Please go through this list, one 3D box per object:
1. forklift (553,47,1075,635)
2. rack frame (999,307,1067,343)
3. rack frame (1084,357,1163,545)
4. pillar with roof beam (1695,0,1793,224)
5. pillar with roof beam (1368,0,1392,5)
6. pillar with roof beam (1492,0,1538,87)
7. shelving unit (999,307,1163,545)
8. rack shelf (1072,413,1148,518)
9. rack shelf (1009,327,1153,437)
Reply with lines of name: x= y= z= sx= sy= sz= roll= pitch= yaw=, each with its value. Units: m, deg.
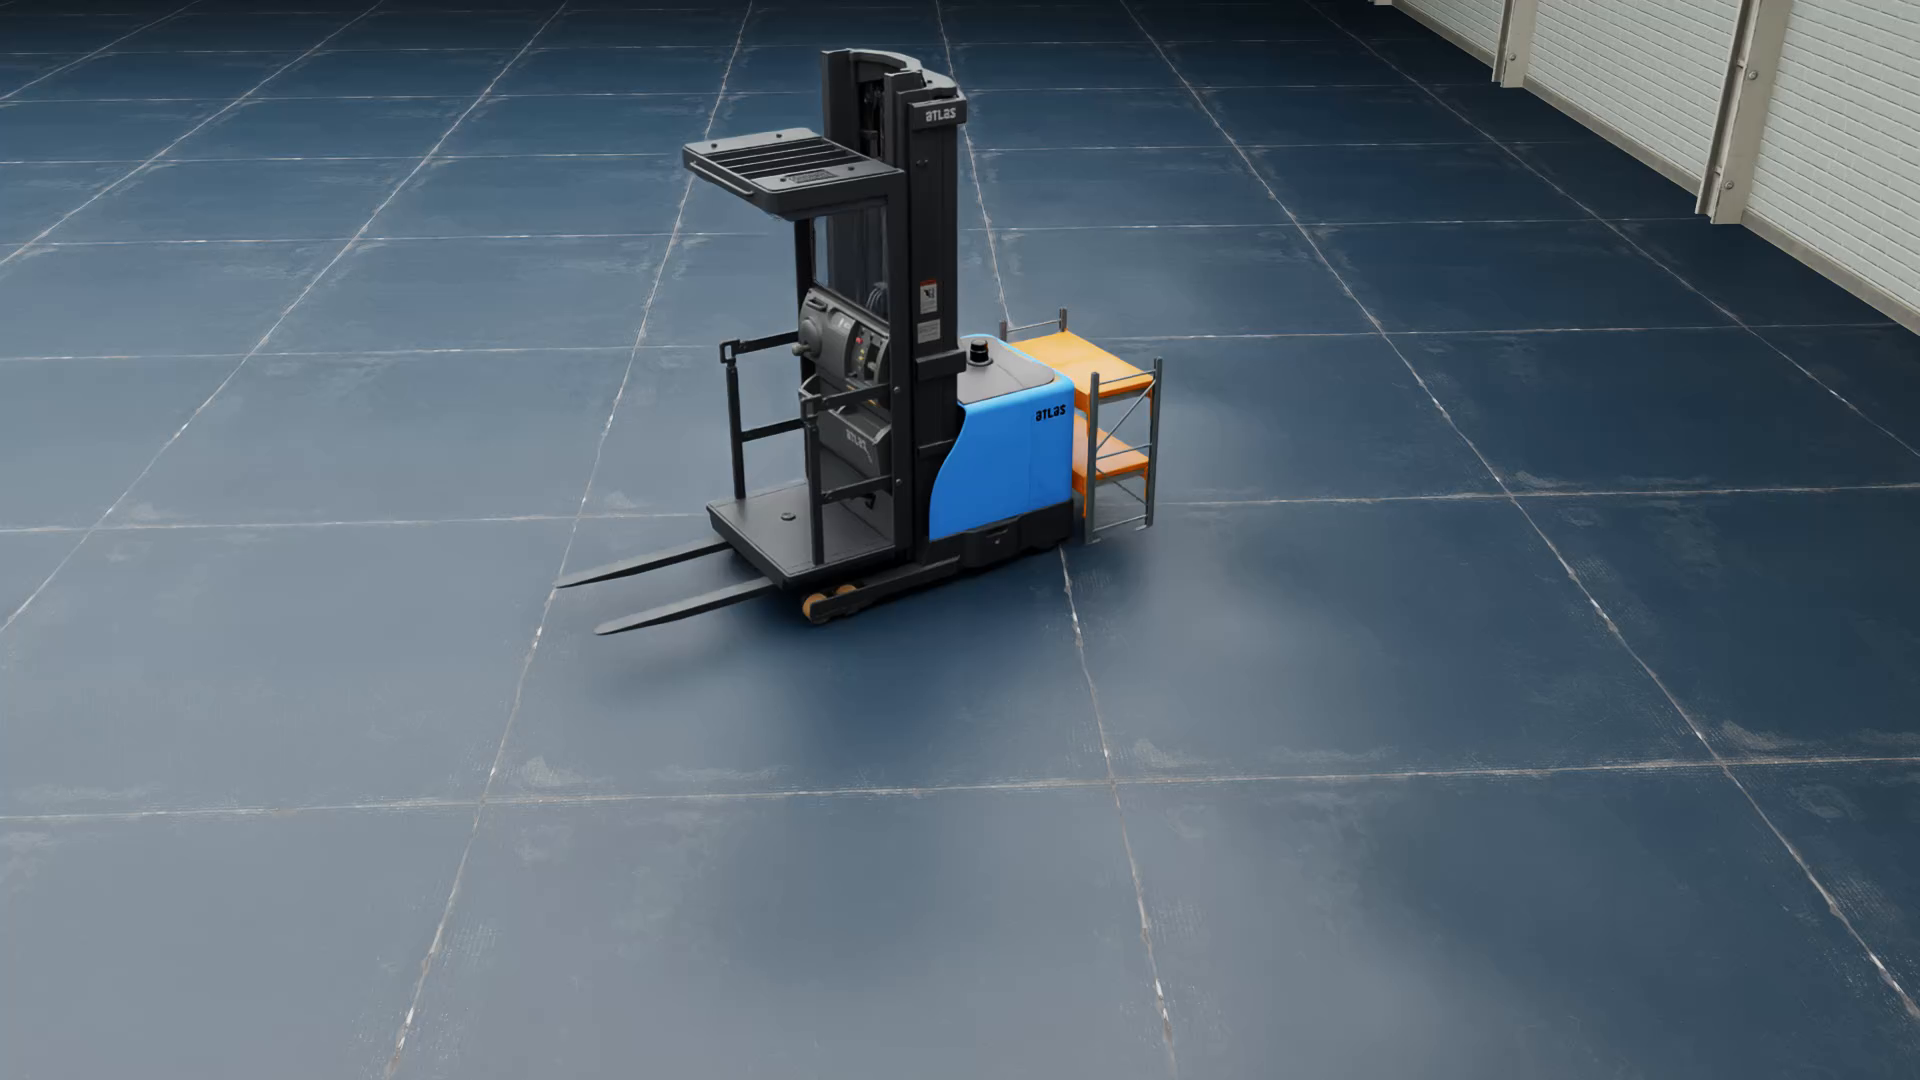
forklift: x=-0.827 y=-1.107 z=9.204 sx=3.031 sy=2.935 sz=1.130 roll=-16 pitch=32 yaw=-29
rack frame: x=0.467 y=-0.936 z=10.828 sx=0.500 sy=1.125 sz=0.032 roll=-15 pitch=31 yaw=-27
rack frame: x=0.985 y=-0.531 z=10.052 sx=0.500 sy=1.125 sz=0.032 roll=-15 pitch=31 yaw=-27
pillar with roof beam: x=3.142 y=-7.045 z=14.027 sx=9.100 sy=9.000 sz=0.400 roll=-1 pitch=28 yaw=-3
pillar with roof beam: x=2.516 y=-12.587 z=24.652 sx=9.100 sy=9.000 sz=0.400 roll=-1 pitch=28 yaw=-3
pillar with roof beam: x=2.829 y=-9.816 z=19.340 sx=9.100 sy=9.000 sz=0.400 roll=-1 pitch=28 yaw=-3
shelving unit: x=0.726 y=-0.733 z=10.440 sx=0.538 sy=1.125 sz=1.048 roll=-15 pitch=31 yaw=-27
rack shelf: x=0.726 y=-0.517 z=10.553 sx=0.538 sy=0.278 sz=1.000 roll=-15 pitch=31 yaw=-27
rack shelf: x=0.726 y=-0.993 z=10.305 sx=0.538 sy=0.278 sz=1.000 roll=-15 pitch=31 yaw=-27
